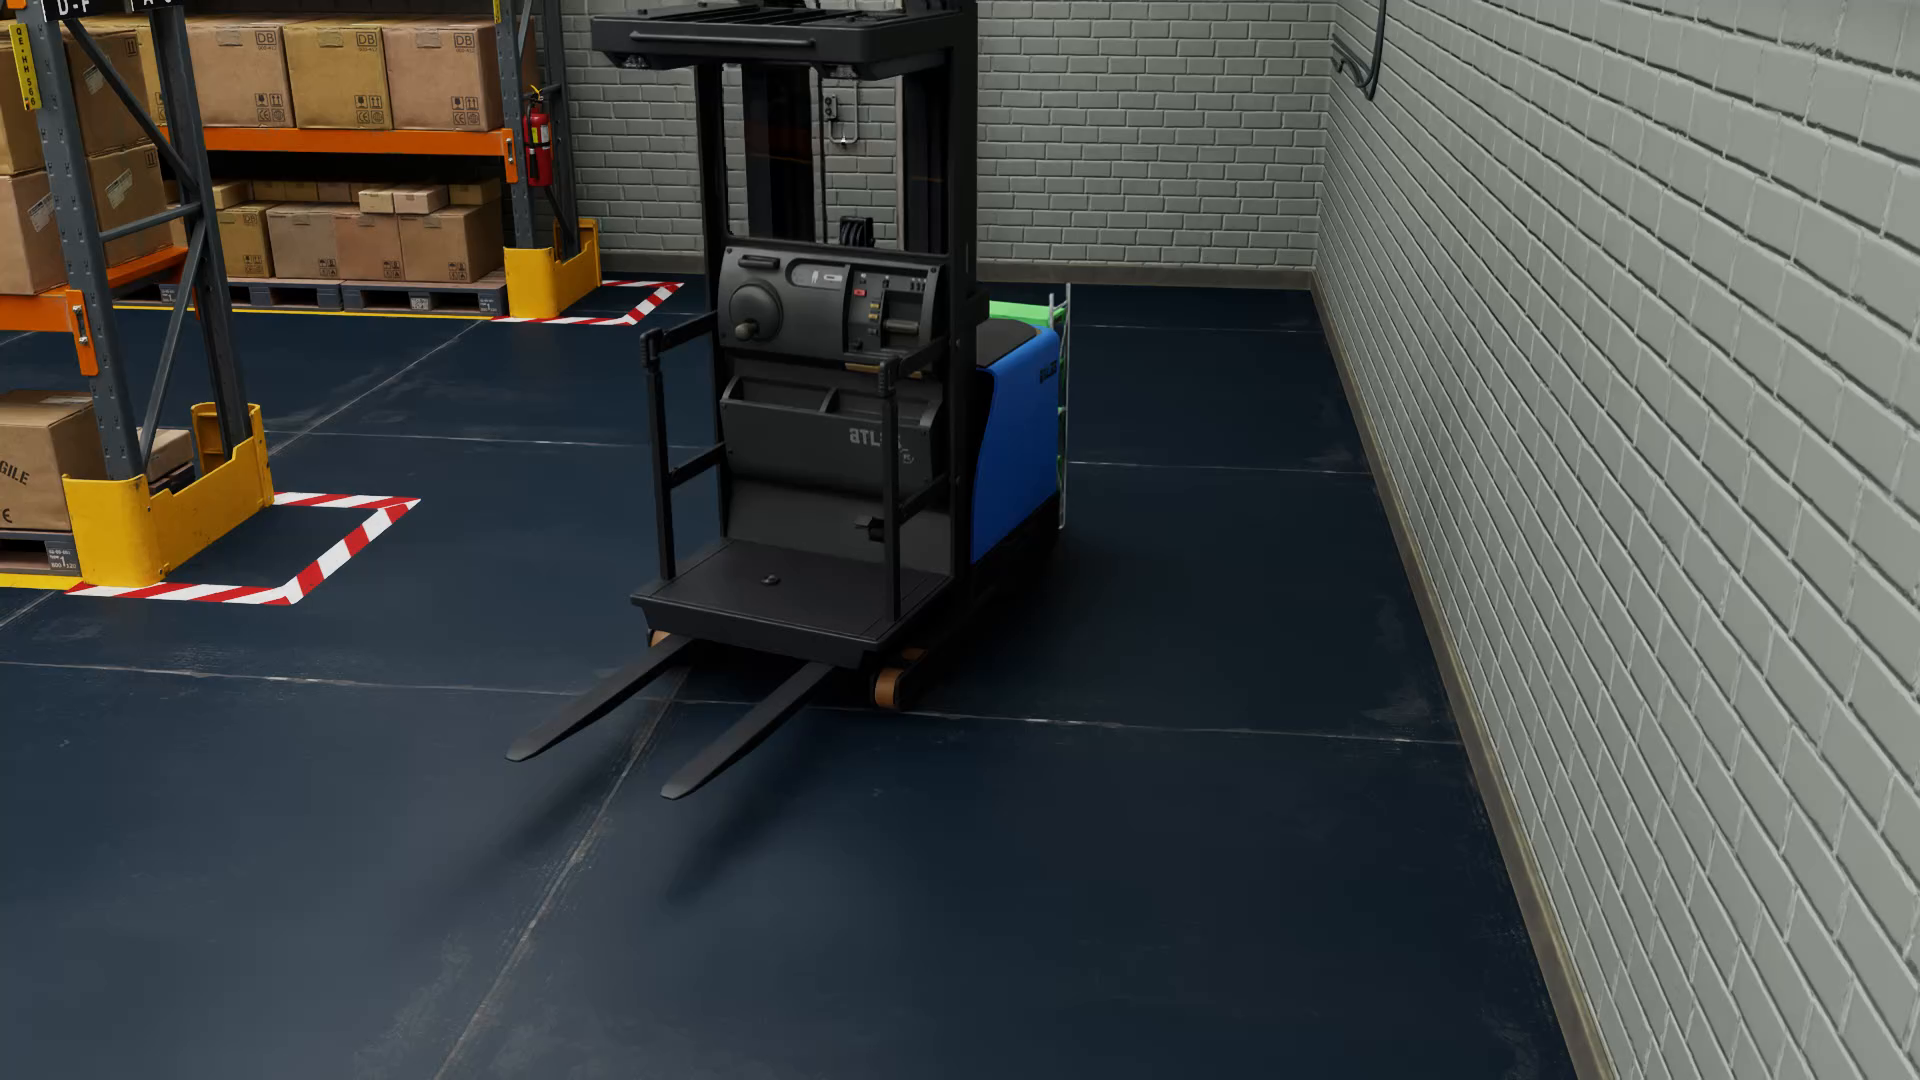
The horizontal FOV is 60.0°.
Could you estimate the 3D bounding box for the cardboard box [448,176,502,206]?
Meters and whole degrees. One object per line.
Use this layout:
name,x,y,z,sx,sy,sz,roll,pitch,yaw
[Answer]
cardboard box,-3.610,-2.601,12.386,0.250,0.149,0.380,3,22,7

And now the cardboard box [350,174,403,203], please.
cardboard box,-4.361,-2.634,12.469,0.250,0.149,0.380,3,22,7

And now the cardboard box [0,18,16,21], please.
cardboard box,-7.450,-3.684,12.612,0.500,0.500,0.500,2,22,4

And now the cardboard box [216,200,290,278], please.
cardboard box,-5.284,-2.296,12.495,0.500,0.500,0.700,3,22,8

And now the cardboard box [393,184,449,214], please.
cardboard box,-3.906,-2.473,12.061,0.250,0.149,0.380,2,22,6

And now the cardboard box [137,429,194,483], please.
cardboard box,-4.005,-0.419,8.199,0.250,0.149,0.380,2,22,6

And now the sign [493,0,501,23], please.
sign,-3.128,-3.656,11.212,0.005,0.325,0.100,2,22,6

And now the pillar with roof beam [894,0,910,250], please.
pillar with roof beam,-0.774,-4.622,7.392,0.400,9.000,9.100,2,22,6

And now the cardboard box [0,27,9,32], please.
cardboard box,-4.559,-2.043,7.533,0.500,0.500,0.500,3,22,7

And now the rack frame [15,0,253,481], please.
rack frame,-3.630,-1.397,7.393,0.127,3.000,1.000,2,22,6

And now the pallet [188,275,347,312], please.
pallet,-5.062,-1.968,12.631,1.213,0.211,1.003,2,22,6

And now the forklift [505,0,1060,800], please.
forklift,-0.596,-0.895,6.217,1.130,2.935,3.031,9,23,22

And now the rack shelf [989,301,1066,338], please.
rack shelf,0.233,-1.011,7.733,0.480,0.148,0.258,9,23,22

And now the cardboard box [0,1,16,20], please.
cardboard box,-7.449,-4.036,12.482,0.500,0.250,0.500,3,22,8

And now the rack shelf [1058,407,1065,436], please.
rack shelf,0.233,-0.564,7.909,0.480,0.148,0.258,9,23,22

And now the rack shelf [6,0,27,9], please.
rack shelf,-5.616,-2.544,7.192,4.000,0.370,1.077,2,22,6

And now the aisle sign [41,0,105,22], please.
aisle sign,-3.598,-2.491,6.624,0.004,0.787,0.394,2,22,6

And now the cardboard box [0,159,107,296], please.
cardboard box,-4.107,-1.363,7.172,0.500,0.500,0.500,3,22,8

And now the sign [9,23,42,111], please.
sign,-3.715,-1.880,6.611,0.005,0.325,0.100,2,22,6

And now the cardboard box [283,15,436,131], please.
cardboard box,-4.282,-3.391,12.028,0.700,0.700,0.980,2,22,6

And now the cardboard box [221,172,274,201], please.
cardboard box,-5.377,-2.677,12.579,0.250,0.149,0.380,3,22,7

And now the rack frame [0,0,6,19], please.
rack frame,-7.023,-3.378,12.405,0.127,3.000,1.000,2,22,6

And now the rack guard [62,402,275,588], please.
rack guard,-3.705,-0.237,7.860,0.348,0.500,1.175,2,22,6

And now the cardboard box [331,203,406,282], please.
cardboard box,-4.254,-2.254,12.389,0.500,0.500,0.700,2,22,6

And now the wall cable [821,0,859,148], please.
wall cable,-1.668,-3.968,12.514,1.851,1.984,0.084,2,22,6

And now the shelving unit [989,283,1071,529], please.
shelving unit,0.233,-0.624,7.886,0.503,1.200,0.258,9,23,22

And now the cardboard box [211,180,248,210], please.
cardboard box,-5.455,-2.539,12.229,0.250,0.149,0.380,2,22,5

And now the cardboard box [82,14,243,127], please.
cardboard box,-5.762,-3.455,12.191,0.700,0.700,0.980,2,22,5

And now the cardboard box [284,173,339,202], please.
cardboard box,-4.869,-2.655,12.523,0.250,0.149,0.380,3,22,7

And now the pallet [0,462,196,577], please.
pallet,-4.497,-0.137,8.000,1.213,0.211,1.003,2,22,6

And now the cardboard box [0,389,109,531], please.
cardboard box,-4.199,-0.372,7.603,0.500,0.500,0.500,2,22,6
